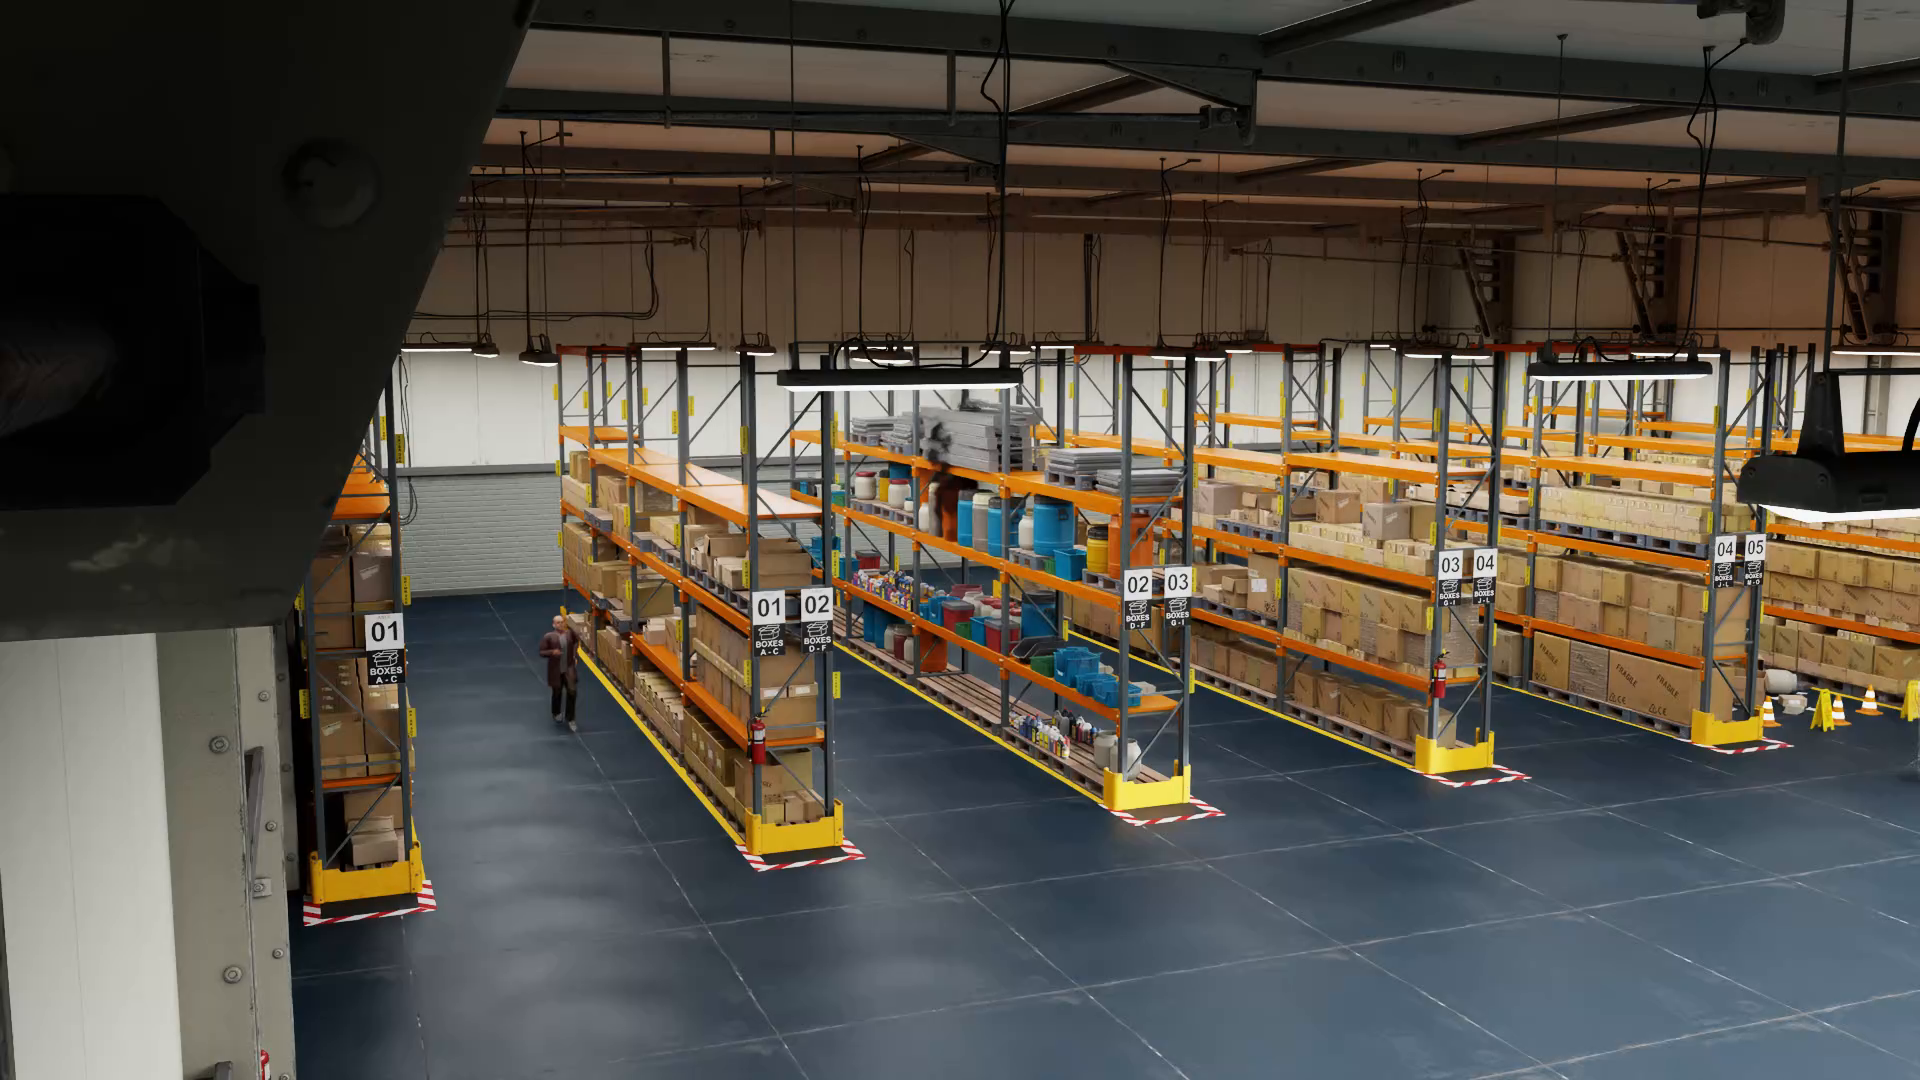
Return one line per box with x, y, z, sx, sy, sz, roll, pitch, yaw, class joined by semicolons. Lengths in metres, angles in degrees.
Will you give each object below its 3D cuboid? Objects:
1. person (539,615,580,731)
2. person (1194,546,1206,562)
-6.336;2.104;26.406;0.685;1.840;0.820;-4;8;-26;person
6.030;0.187;41.772;0.596;1.694;0.773;1;7;7;person
